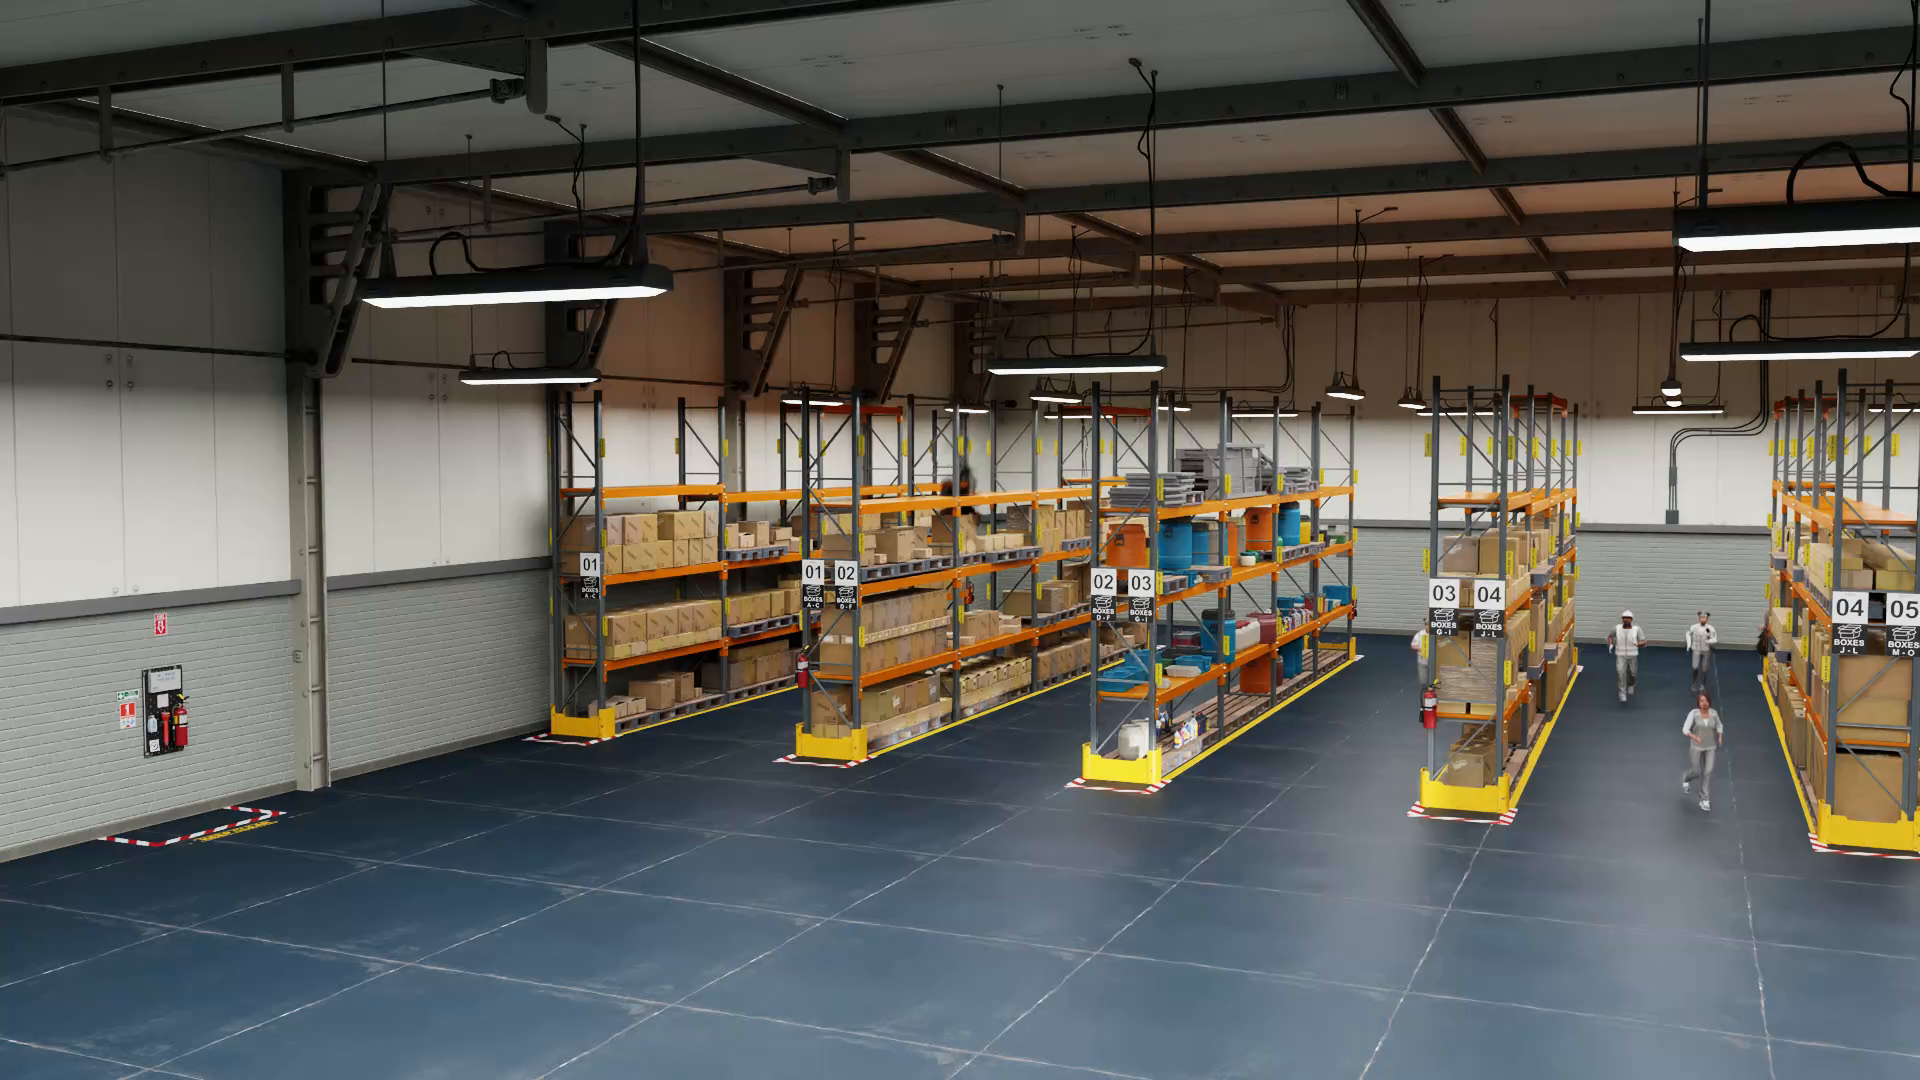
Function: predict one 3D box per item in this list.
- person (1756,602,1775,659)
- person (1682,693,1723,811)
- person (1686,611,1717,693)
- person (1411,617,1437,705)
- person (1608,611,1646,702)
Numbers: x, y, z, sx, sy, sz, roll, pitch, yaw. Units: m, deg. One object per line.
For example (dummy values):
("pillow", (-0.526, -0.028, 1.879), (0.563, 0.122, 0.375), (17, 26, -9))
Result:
("person", (18.025, 2.113, 36.958), (0.565, 1.714, 0.810), (1, 3, 17))
("person", (10.397, 2.934, 23.302), (0.529, 1.595, 0.806), (1, 3, 11))
("person", (15.112, 2.287, 33.907), (0.585, 1.683, 0.658), (1, 3, 24))
("person", (8.923, 2.363, 31.638), (0.642, 1.835, 0.845), (1, 3, 25))
("person", (13.189, 2.289, 32.907), (0.695, 1.763, 0.964), (1, 3, 22))
